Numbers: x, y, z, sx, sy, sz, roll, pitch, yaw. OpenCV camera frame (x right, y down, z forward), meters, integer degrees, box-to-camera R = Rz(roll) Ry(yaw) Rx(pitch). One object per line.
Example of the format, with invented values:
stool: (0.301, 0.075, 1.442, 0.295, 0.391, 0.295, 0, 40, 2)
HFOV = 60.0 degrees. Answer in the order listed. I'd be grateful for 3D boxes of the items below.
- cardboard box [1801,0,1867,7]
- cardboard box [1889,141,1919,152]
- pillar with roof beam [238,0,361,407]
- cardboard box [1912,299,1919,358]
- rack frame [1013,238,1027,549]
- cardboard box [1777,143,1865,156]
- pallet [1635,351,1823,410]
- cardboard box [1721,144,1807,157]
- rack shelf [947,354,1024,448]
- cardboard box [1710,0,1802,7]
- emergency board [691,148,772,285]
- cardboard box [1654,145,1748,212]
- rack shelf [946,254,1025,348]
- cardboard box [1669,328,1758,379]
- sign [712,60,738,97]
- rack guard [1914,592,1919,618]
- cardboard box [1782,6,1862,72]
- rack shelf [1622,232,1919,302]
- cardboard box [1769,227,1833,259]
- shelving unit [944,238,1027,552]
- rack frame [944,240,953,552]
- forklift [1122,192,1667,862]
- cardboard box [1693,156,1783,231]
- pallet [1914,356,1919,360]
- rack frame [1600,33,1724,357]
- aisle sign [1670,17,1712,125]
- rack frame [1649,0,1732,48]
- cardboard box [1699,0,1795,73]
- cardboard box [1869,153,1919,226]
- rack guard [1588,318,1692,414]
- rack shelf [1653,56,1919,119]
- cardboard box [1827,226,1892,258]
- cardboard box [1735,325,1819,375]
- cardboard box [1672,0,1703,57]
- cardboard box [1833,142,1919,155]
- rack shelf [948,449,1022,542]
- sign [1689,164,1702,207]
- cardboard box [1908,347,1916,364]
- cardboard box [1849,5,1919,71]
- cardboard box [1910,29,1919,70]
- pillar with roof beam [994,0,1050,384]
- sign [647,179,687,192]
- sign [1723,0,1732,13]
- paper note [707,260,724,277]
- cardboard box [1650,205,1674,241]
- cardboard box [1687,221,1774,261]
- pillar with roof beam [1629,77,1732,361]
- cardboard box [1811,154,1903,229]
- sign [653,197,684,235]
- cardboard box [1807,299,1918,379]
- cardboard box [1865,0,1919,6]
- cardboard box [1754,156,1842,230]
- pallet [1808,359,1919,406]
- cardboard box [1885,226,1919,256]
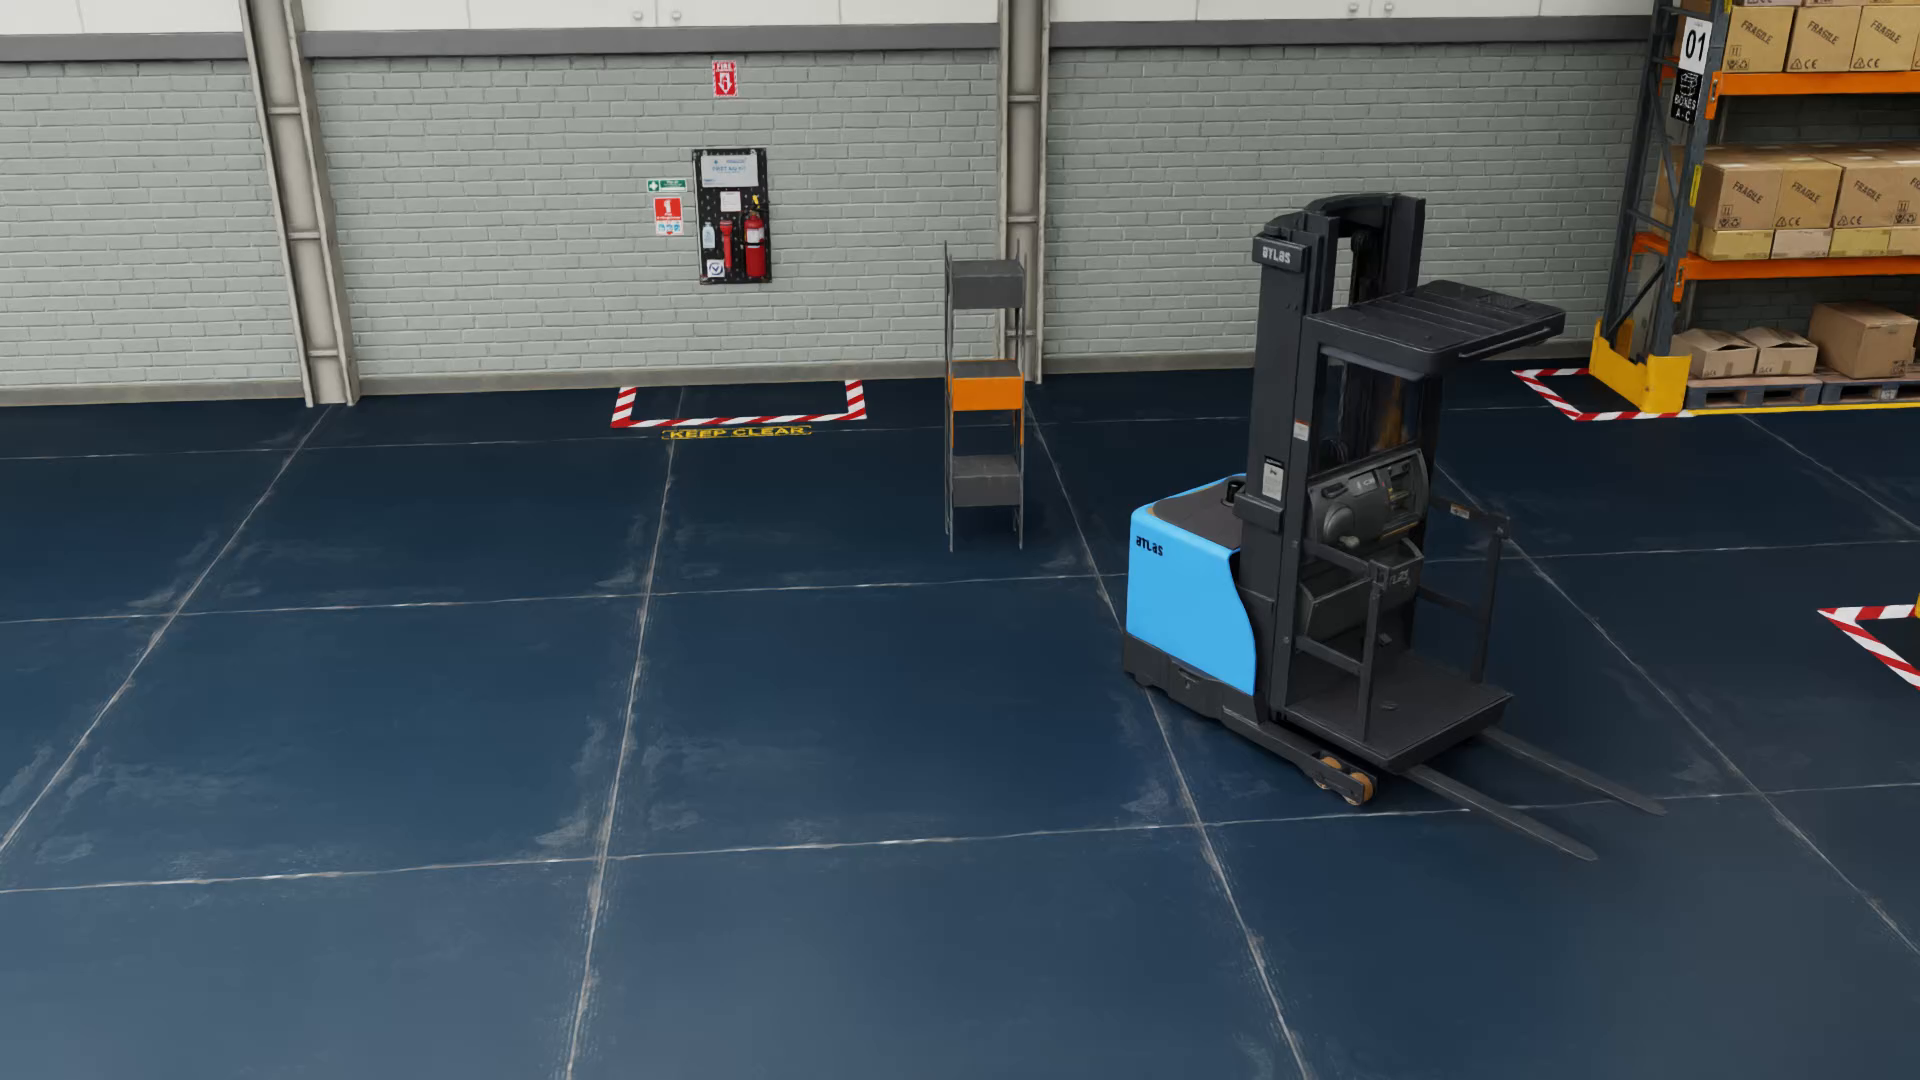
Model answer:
cardboard box: (6.795, -4.485, 13.075, 0.500, 0.500, 0.500, -3, 24, -6)
cardboard box: (8.364, -3.157, 14.397, 0.500, 0.500, 0.500, -2, 24, -4)
pillar with roof beam: (-5.024, -3.585, 8.737, 0.400, 9.000, 9.100, -2, 24, -5)
cardboard box: (8.835, -1.846, 14.747, 0.500, 0.500, 0.500, -4, 24, -9)
rack frame: (0.408, -0.976, 11.360, 0.015, 2.100, 0.400, -2, 24, -5)
cardboard box: (7.347, -3.112, 14.295, 0.500, 0.500, 0.500, -3, 24, -7)
pallet: (6.771, -1.432, 14.713, 1.213, 0.211, 1.003, -2, 24, -5)
cardboard box: (6.833, -3.090, 14.245, 0.500, 0.500, 0.500, -2, 24, -4)
rack shelf: (0.165, -0.954, 11.344, 0.480, 0.518, 0.431, -2, 24, -5)
cardboard box: (6.290, -4.485, 13.076, 0.500, 0.500, 0.500, -4, 24, -9)
emergency board: (-1.939, -2.740, 14.222, 0.643, 1.169, 0.194, -2, 24, -5)
cardboard box: (6.331, -3.074, 14.209, 0.500, 0.500, 0.500, -3, 24, -6)
rack shelf: (0.165, -1.593, 11.060, 0.480, 0.518, 0.431, -2, 24, -5)
cardboard box: (6.581, -1.649, 14.536, 0.500, 0.311, 0.500, -5, 24, -11)
sign: (-1.957, -3.840, 13.841, 0.199, 0.298, 0.001, -2, 24, -5)
rack guard: (6.350, 0.460, 10.100, 0.348, 0.500, 1.175, -2, 24, -5)
cardboard box: (6.779, -4.030, 13.284, 0.500, 0.500, 0.500, -1, 24, -2)
rack shelf: (7.874, -2.437, 14.425, 4.000, 0.370, 1.077, -2, 24, -5)
cardboard box: (6.915, -2.544, 13.940, 0.500, 0.250, 0.500, -3, 24, -7)
shelving unit: (0.165, -0.966, 11.338, 0.503, 2.100, 0.431, -2, 24, -5)
rack frame: (-0.078, -0.956, 11.316, 0.015, 2.100, 0.400, -2, 24, -5)
forklift: (2.277, -0.191, 8.571, 1.130, 2.935, 3.031, -18, 30, -35)
cardboard box: (6.388, -2.866, 13.743, 0.500, 0.500, 0.500, -2, 24, -5)
pallet: (9.199, -1.530, 14.932, 1.213, 0.211, 1.003, -2, 24, -5)
rack frame: (5.883, -2.686, 14.099, 0.127, 3.000, 1.000, -2, 24, -5)
aisle sign: (5.841, -3.749, 13.292, 0.004, 0.787, 0.394, -2, 24, -5)
rack frame: (5.883, -5.427, 12.880, 0.127, 3.000, 1.000, -2, 24, -5)
cardboard box: (6.241, -4.023, 13.268, 0.500, 0.500, 0.500, -2, 24, -4)
cardboard box: (7.908, -2.926, 13.876, 0.500, 0.500, 0.500, -2, 24, -3)
rack guard: (5.959, -1.546, 14.613, 0.348, 0.500, 1.175, -2, 24, -5)
rack shelf: (7.874, -3.807, 13.815, 4.000, 0.370, 1.077, -2, 24, -5)
cardboard box: (7.423, -2.562, 13.980, 0.500, 0.250, 0.500, -3, 24, -6)
cardboard box: (7.148, -1.672, 14.587, 0.500, 0.311, 0.500, 0, 24, -1)
cardboard box: (6.274, -4.230, 13.733, 0.500, 0.500, 0.500, -1, 24, -1)
cardboard box: (7.849, -3.132, 14.341, 0.500, 0.500, 0.500, -2, 24, -4)
rack shelf: (0.165, -0.314, 11.628, 0.480, 0.518, 0.431, -2, 24, -5)
sign: (5.937, -2.862, 13.430, 0.005, 0.325, 0.100, -2, 24, -5)
cardboard box: (8.270, -1.688, 14.822, 0.250, 0.149, 0.380, -4, 24, -9)
cardboard box: (7.295, -4.053, 13.334, 0.500, 0.500, 0.500, -1, 24, -3)
cardboard box: (7.826, -4.083, 13.402, 0.500, 0.500, 0.500, -1, 24, -2)
pillar with roof beam: (0.947, -3.825, 9.276, 0.400, 9.000, 9.100, -2, 24, -5)
sign: (-2.494, -3.015, 14.144, 0.331, 0.109, 0.001, -2, 24, -5)
sign: (5.937, -4.236, 12.819, 0.005, 0.325, 0.100, -2, 24, -5)
paper note: (-2.122, -2.359, 14.448, 0.142, 0.148, 0.016, -2, 24, -5)
cardboard box: (6.329, -2.723, 14.344, 0.500, 0.250, 0.500, -2, 24, -4)
cardboard box: (6.400, -2.517, 13.880, 0.500, 0.250, 0.500, -3, 24, -7)
pillar with roof beam: (6.918, -4.064, 9.815, 0.400, 9.000, 9.100, -2, 24, -5)
cardboard box: (7.395, -2.900, 13.819, 0.500, 0.500, 0.500, -3, 24, -7)
sign: (-2.500, -2.776, 14.259, 0.234, 0.329, 0.001, -2, 24, -5)
cardboard box: (7.883, -1.767, 14.569, 0.500, 0.500, 0.700, -4, 24, -8)
cardboard box: (7.304, -4.510, 13.131, 0.500, 0.500, 0.500, -2, 24, -4)
cardboard box: (6.881, -2.882, 13.778, 0.500, 0.500, 0.500, -2, 24, -5)
pallet: (7.982, -1.480, 14.820, 1.213, 0.211, 1.003, -2, 24, -5)
cardboard box: (7.926, -2.581, 14.024, 0.500, 0.250, 0.500, -2, 24, -5)
